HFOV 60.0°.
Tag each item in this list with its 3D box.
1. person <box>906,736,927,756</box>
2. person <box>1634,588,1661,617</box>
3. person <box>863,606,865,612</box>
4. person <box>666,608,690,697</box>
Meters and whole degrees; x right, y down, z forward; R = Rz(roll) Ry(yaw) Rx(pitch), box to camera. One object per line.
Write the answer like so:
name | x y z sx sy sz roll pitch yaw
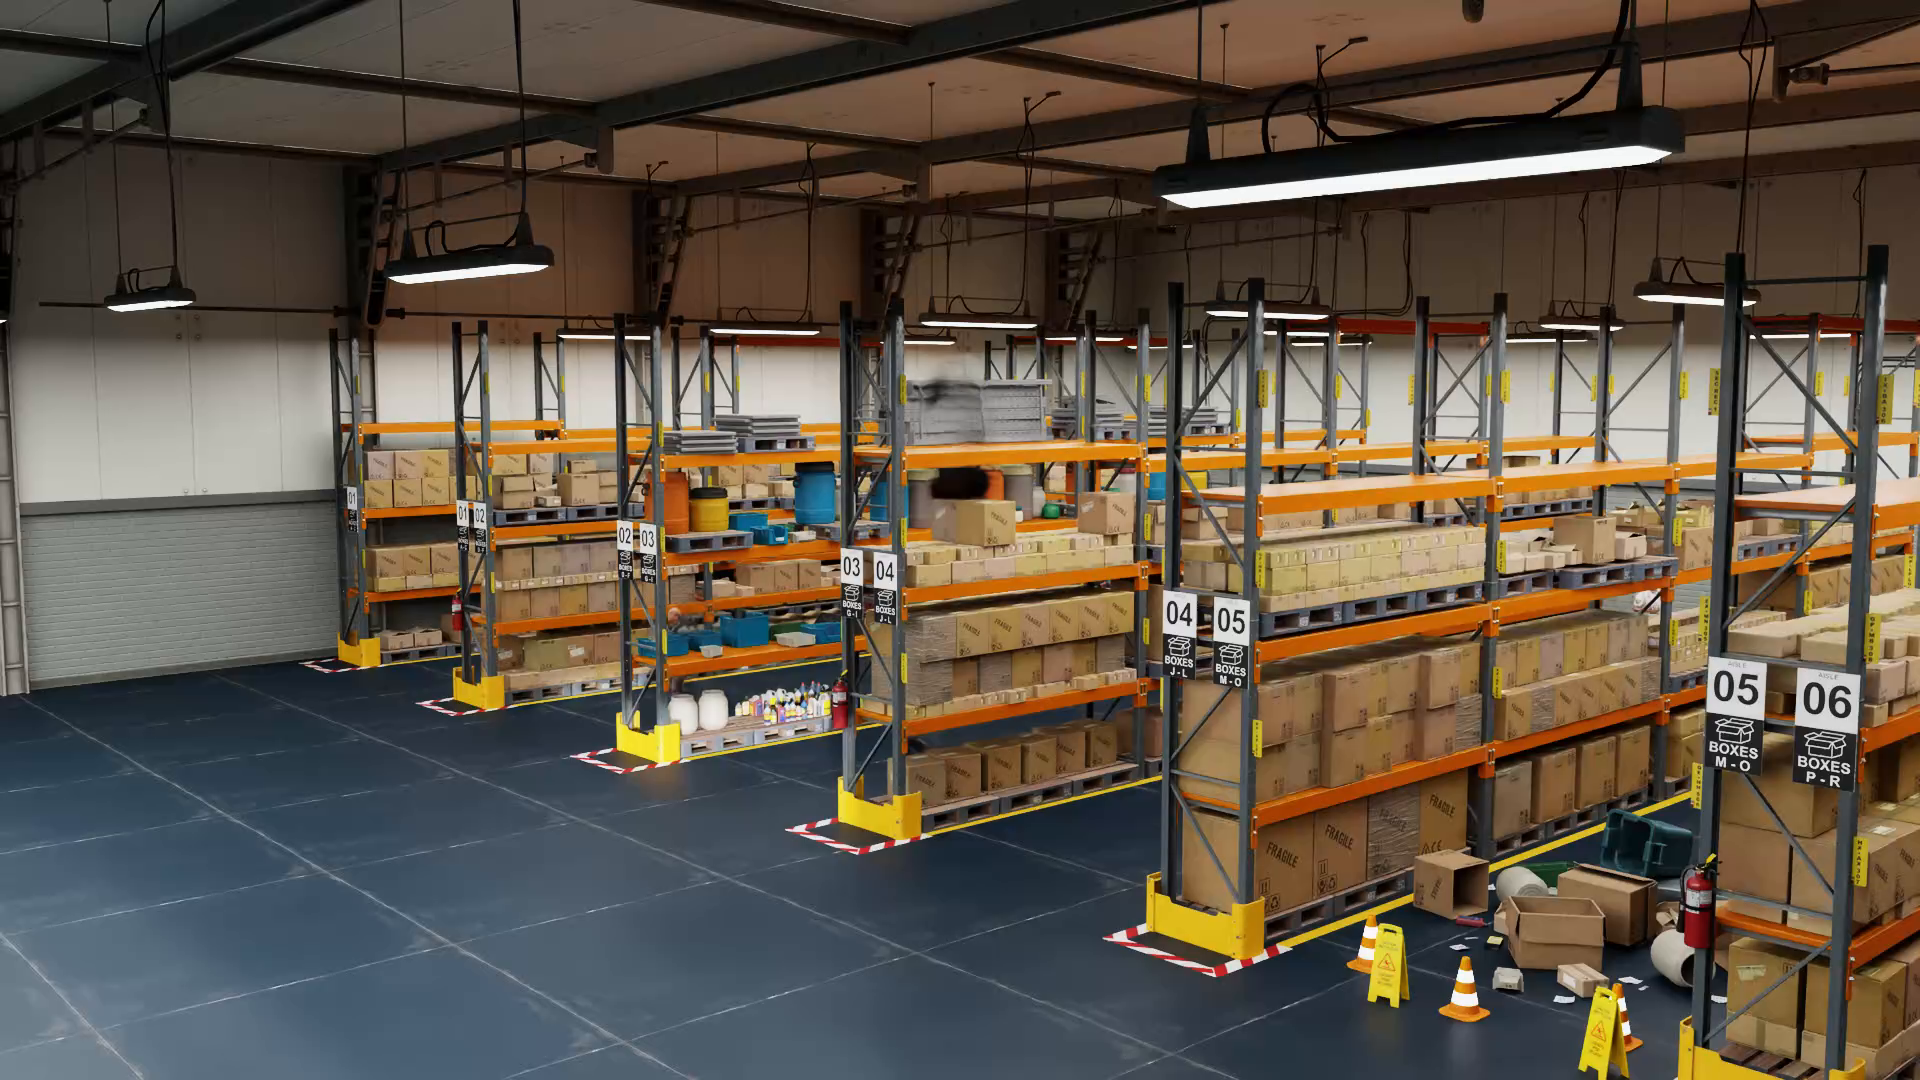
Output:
person | -0.736 2.224 21.722 0.569 1.617 0.516 5 8 41
person | 12.091 1.461 28.995 0.689 1.759 0.887 0 6 3
person | -2.098 1.071 33.357 0.509 1.648 0.728 5 8 43
person | -4.286 1.860 25.021 0.652 1.693 0.607 5 7 41
